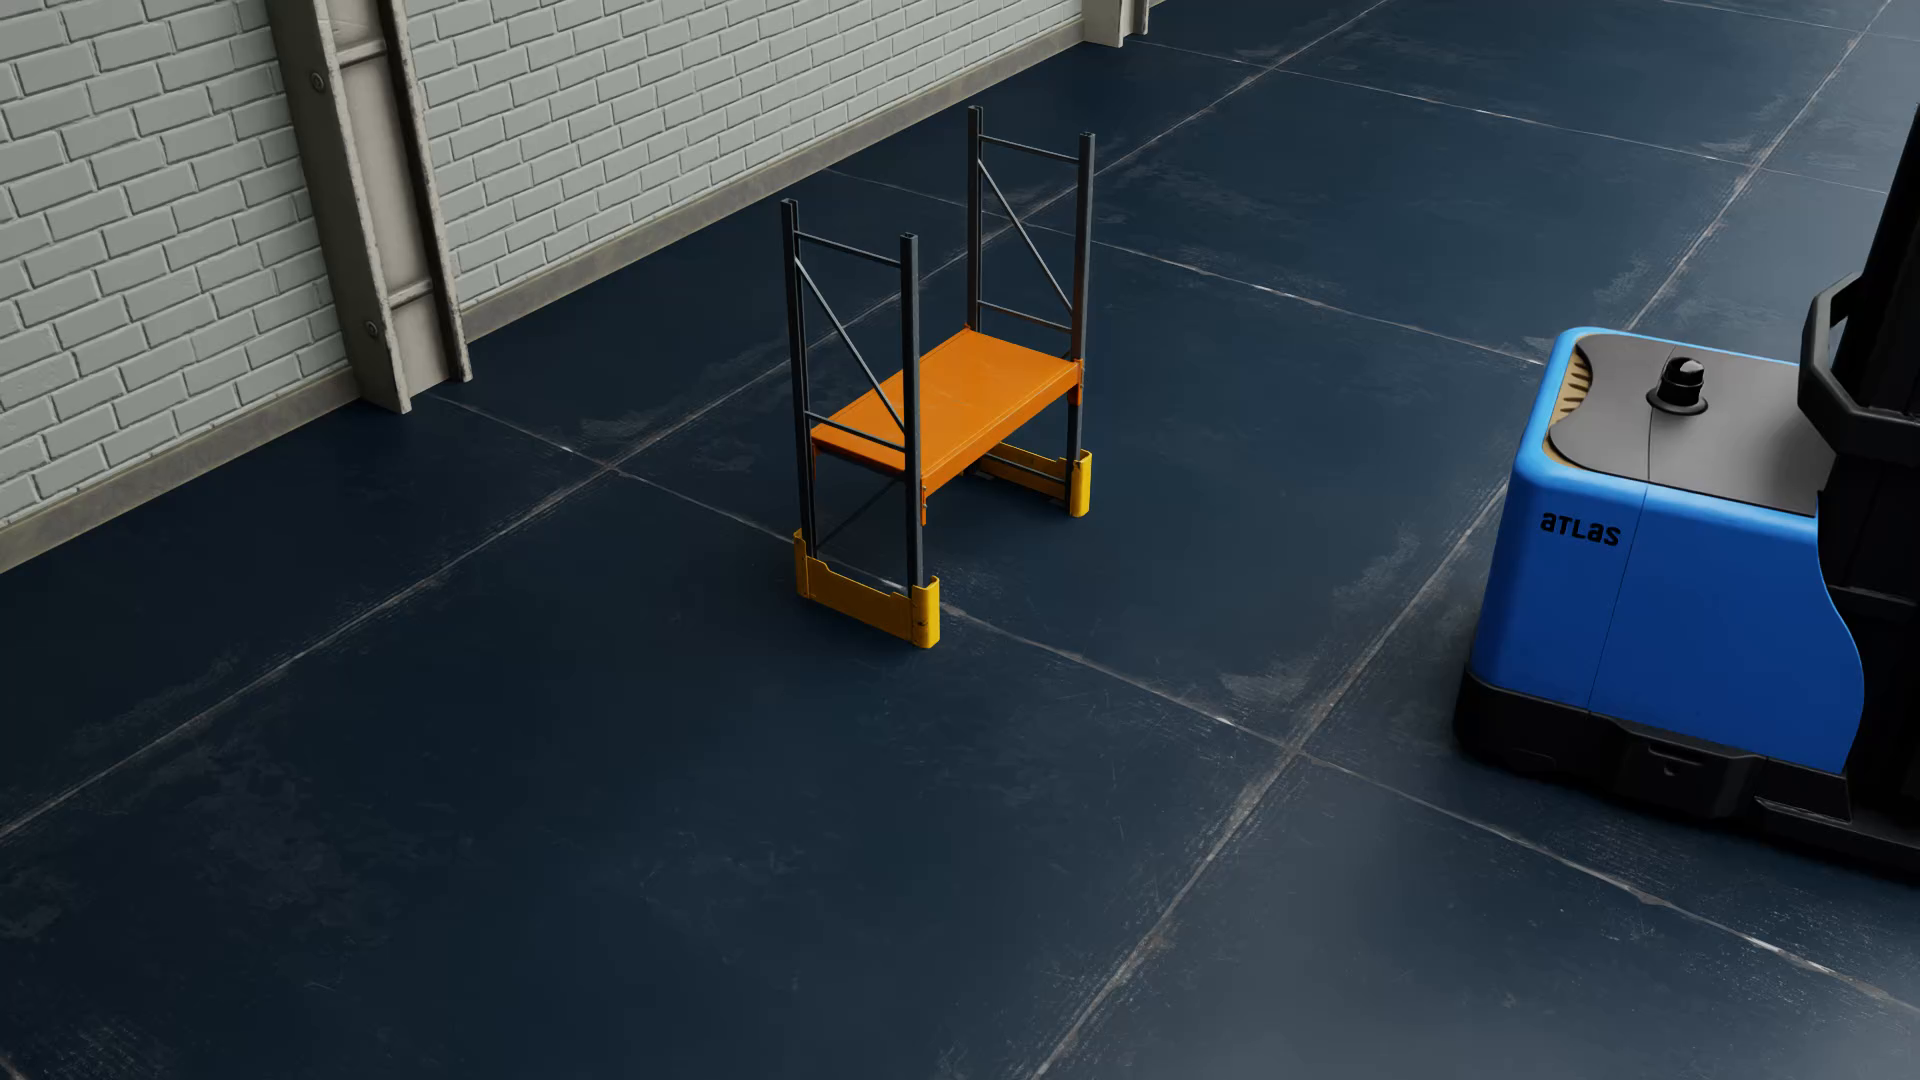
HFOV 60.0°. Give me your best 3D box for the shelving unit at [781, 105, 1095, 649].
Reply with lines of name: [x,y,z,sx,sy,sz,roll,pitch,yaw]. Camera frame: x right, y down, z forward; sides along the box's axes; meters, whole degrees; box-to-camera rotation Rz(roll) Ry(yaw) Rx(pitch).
shelving unit: [-0.043,-0.586,5.778,0.587,1.500,1.083,21,39,28]

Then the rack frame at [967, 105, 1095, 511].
rack frame: [0.241,-0.816,6.118,0.500,1.500,0.032,21,39,28]

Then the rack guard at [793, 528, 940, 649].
rack guard: [-0.327,0.161,5.789,0.587,0.250,0.087,21,39,28]

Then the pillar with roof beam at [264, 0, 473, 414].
pillar with roof beam: [1.163,-3.023,2.687,9.100,9.000,0.400,21,39,28]

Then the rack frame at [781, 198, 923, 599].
rack frame: [-0.339,-0.348,5.426,0.500,1.500,0.032,21,39,28]

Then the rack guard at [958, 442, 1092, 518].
rack guard: [0.240,-0.298,6.467,0.587,0.250,0.087,21,39,28]

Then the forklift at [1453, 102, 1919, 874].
forklift: [3.117,-0.446,4.293,3.031,2.935,1.130,14,37,20]

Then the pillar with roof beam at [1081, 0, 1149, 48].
pillar with roof beam: [4.584,-5.784,6.770,9.100,9.000,0.400,21,39,28]

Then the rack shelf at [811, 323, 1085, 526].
rack shelf: [-0.049,-0.433,5.873,0.538,0.185,1.000,21,39,28]
